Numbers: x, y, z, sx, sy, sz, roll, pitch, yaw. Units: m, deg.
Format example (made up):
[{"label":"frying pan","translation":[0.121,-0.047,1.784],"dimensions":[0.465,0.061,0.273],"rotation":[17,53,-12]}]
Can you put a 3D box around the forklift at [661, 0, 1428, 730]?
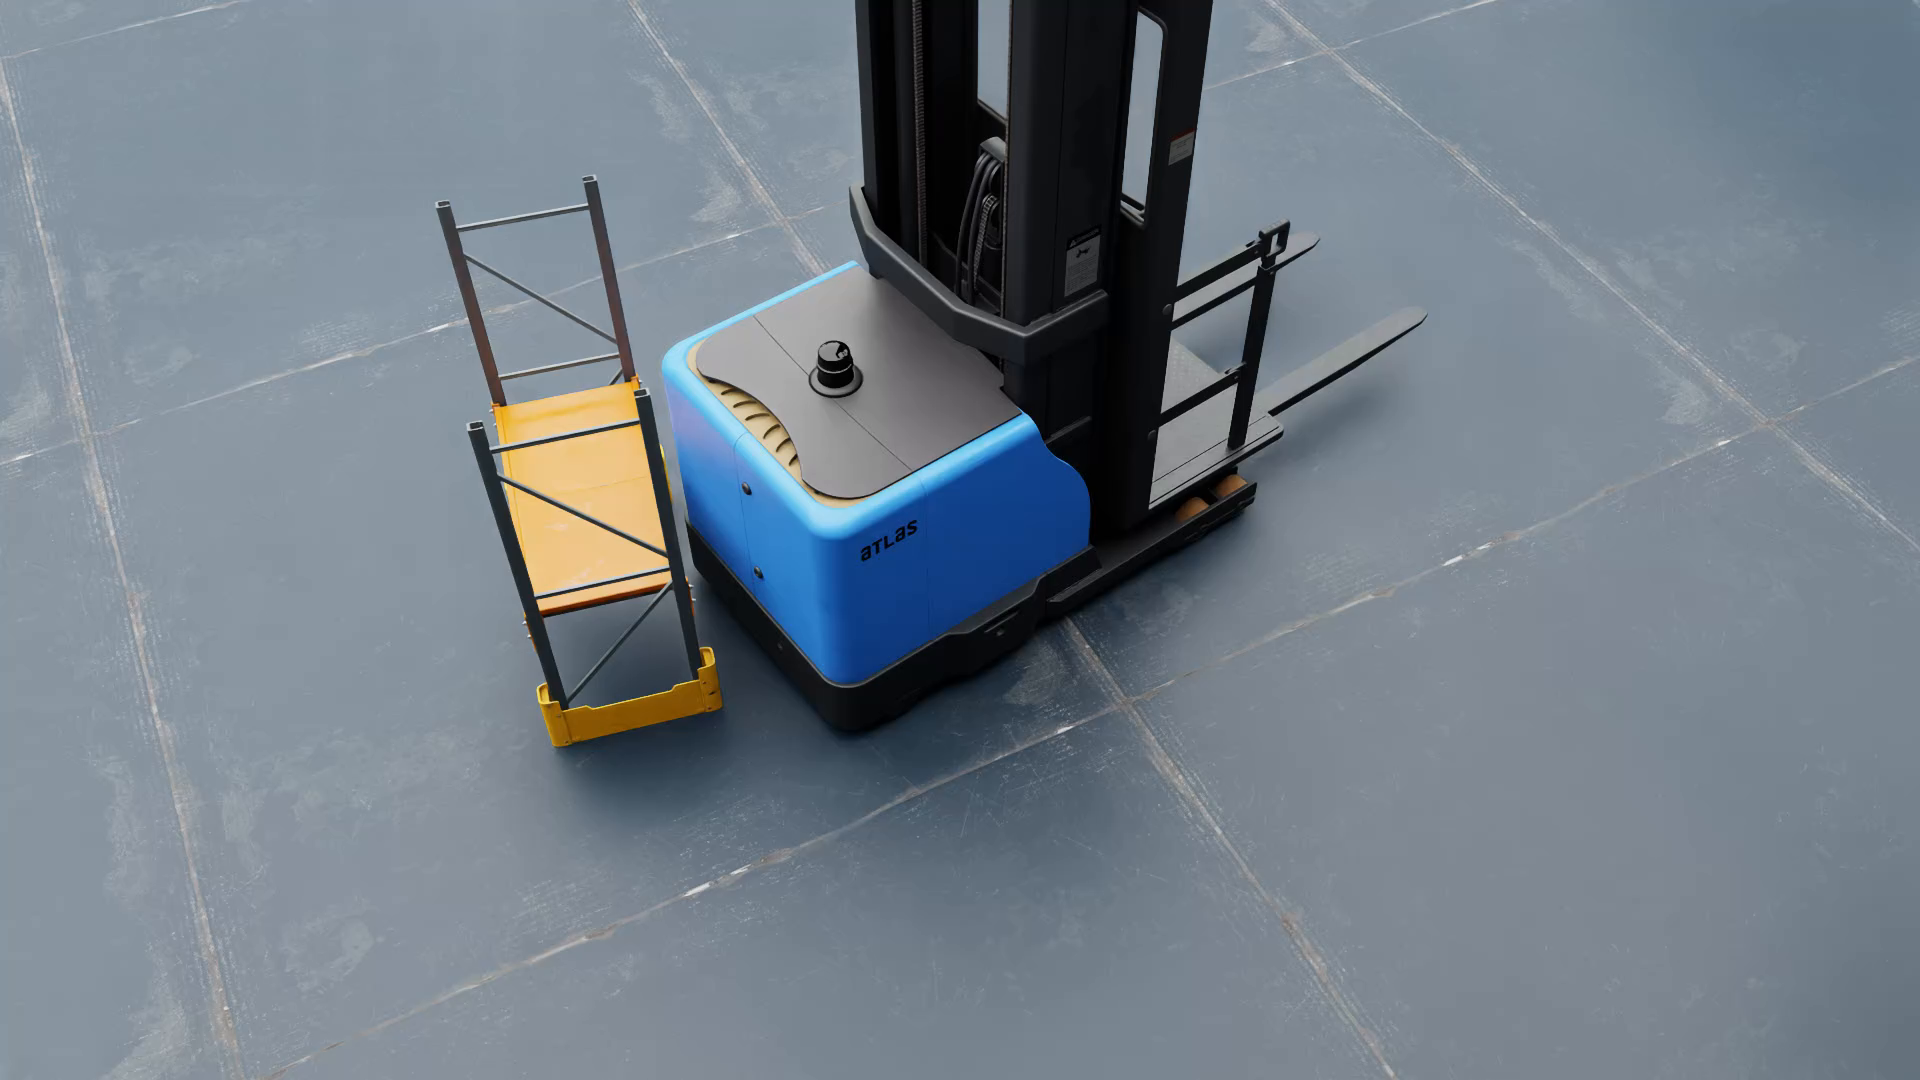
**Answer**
[{"label":"forklift","translation":[0.499,-1.251,5.397],"dimensions":[3.031,2.935,1.130],"rotation":[-30,55,-24]}]

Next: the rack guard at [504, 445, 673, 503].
[{"label":"rack guard","translation":[-1.390,-0.188,6.249],"dimensions":[0.587,0.250,0.087],"rotation":[-13,50,-11]}]

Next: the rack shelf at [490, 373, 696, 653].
[{"label":"rack shelf","translation":[-1.247,-0.115,5.593],"dimensions":[0.538,0.185,1.000],"rotation":[-13,50,-11]}]

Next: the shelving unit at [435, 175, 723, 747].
[{"label":"shelving unit","translation":[-1.249,-0.240,5.464],"dimensions":[0.587,1.500,1.083],"rotation":[-13,50,-11]}]

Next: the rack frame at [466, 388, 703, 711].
[{"label":"rack frame","translation":[-1.103,0.133,5.137],"dimensions":[0.500,1.500,0.032],"rotation":[-13,50,-11]}]

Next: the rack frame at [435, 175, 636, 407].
[{"label":"rack frame","translation":[-1.391,-0.601,5.779],"dimensions":[0.500,1.500,0.032],"rotation":[-13,50,-11]}]

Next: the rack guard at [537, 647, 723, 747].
[{"label":"rack guard","translation":[-1.108,0.531,5.620],"dimensions":[0.587,0.250,0.087],"rotation":[-13,50,-11]}]
